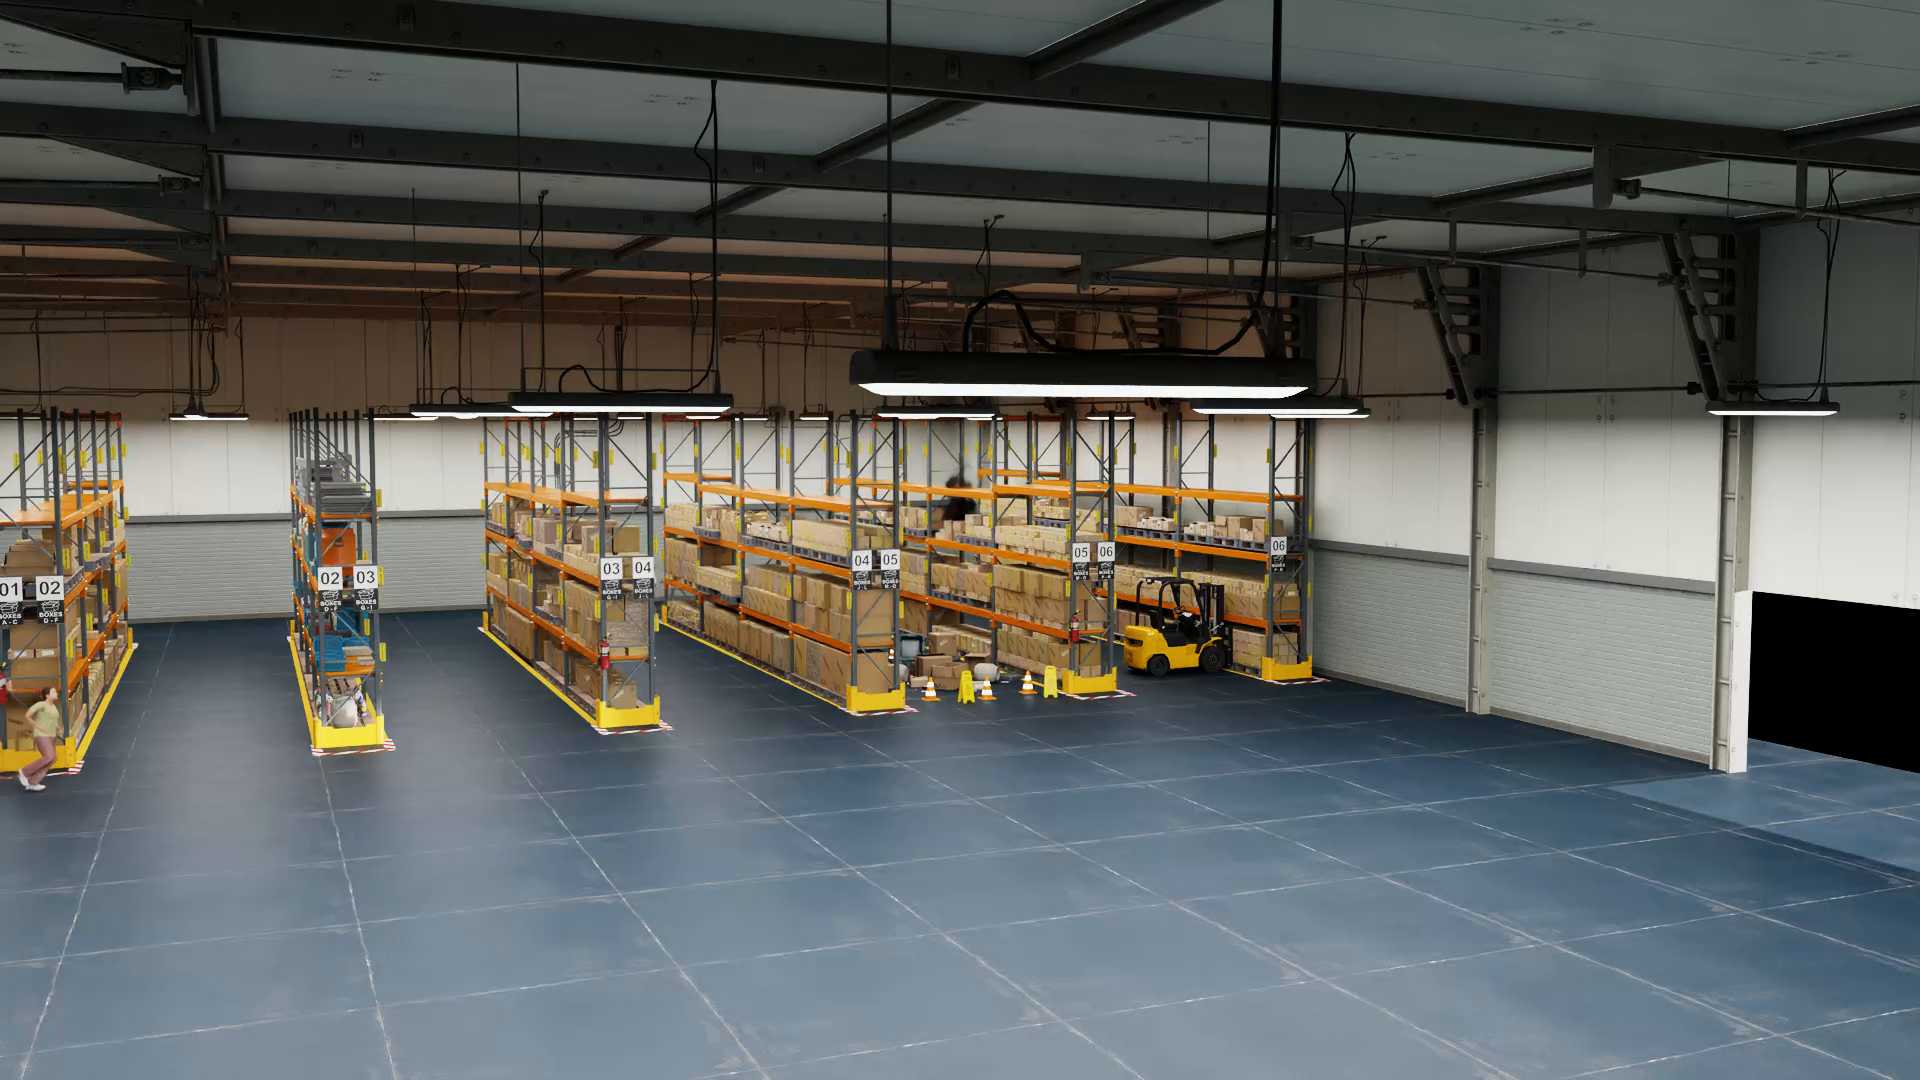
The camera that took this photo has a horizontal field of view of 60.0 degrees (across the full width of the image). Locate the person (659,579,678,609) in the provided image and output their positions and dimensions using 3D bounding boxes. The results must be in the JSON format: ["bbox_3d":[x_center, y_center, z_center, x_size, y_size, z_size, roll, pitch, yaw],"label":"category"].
[{"bbox_3d":[-8.531,1.424,49.070,0.654,1.840,0.738,-2,5,-32],"label":"person"}]

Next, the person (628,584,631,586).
[{"bbox_3d":[-9.620,1.538,48.280,0.673,1.609,0.868,2,5,27],"label":"person"}]

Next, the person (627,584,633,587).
[{"bbox_3d":[-9.588,1.605,47.287,0.580,1.675,0.716,0,4,2],"label":"person"}]

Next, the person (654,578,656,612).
[{"bbox_3d":[-9.107,1.525,48.473,0.606,1.652,0.615,4,5,42],"label":"person"}]

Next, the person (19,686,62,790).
[{"bbox_3d":[-14.424,3.093,26.162,0.545,1.582,0.642,0,4,2],"label":"person"}]
